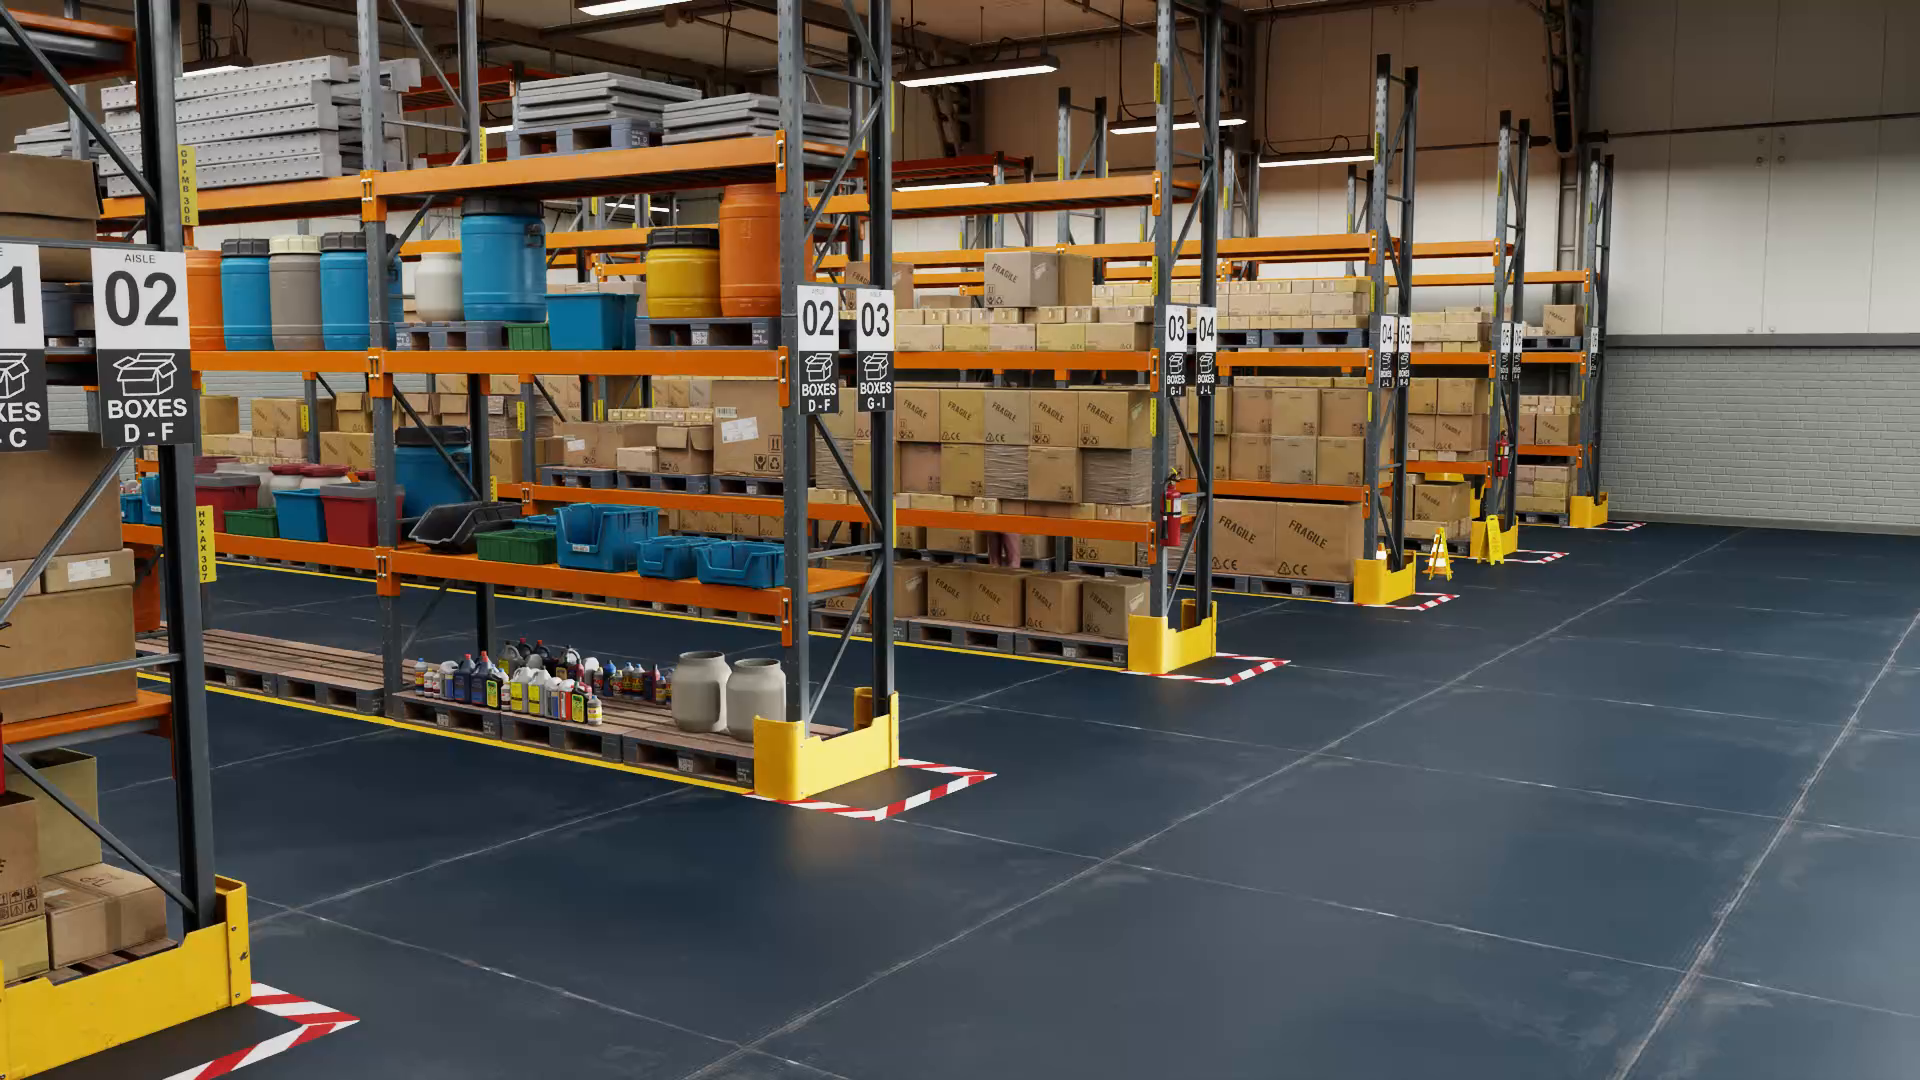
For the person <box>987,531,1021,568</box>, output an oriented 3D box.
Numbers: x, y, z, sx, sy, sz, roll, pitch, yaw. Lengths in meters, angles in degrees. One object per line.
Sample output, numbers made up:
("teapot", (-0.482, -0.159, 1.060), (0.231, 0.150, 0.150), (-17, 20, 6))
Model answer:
("person", (0.491, -0.129, 18.612), (0.466, 1.675, 0.452), (4, 8, 33))
